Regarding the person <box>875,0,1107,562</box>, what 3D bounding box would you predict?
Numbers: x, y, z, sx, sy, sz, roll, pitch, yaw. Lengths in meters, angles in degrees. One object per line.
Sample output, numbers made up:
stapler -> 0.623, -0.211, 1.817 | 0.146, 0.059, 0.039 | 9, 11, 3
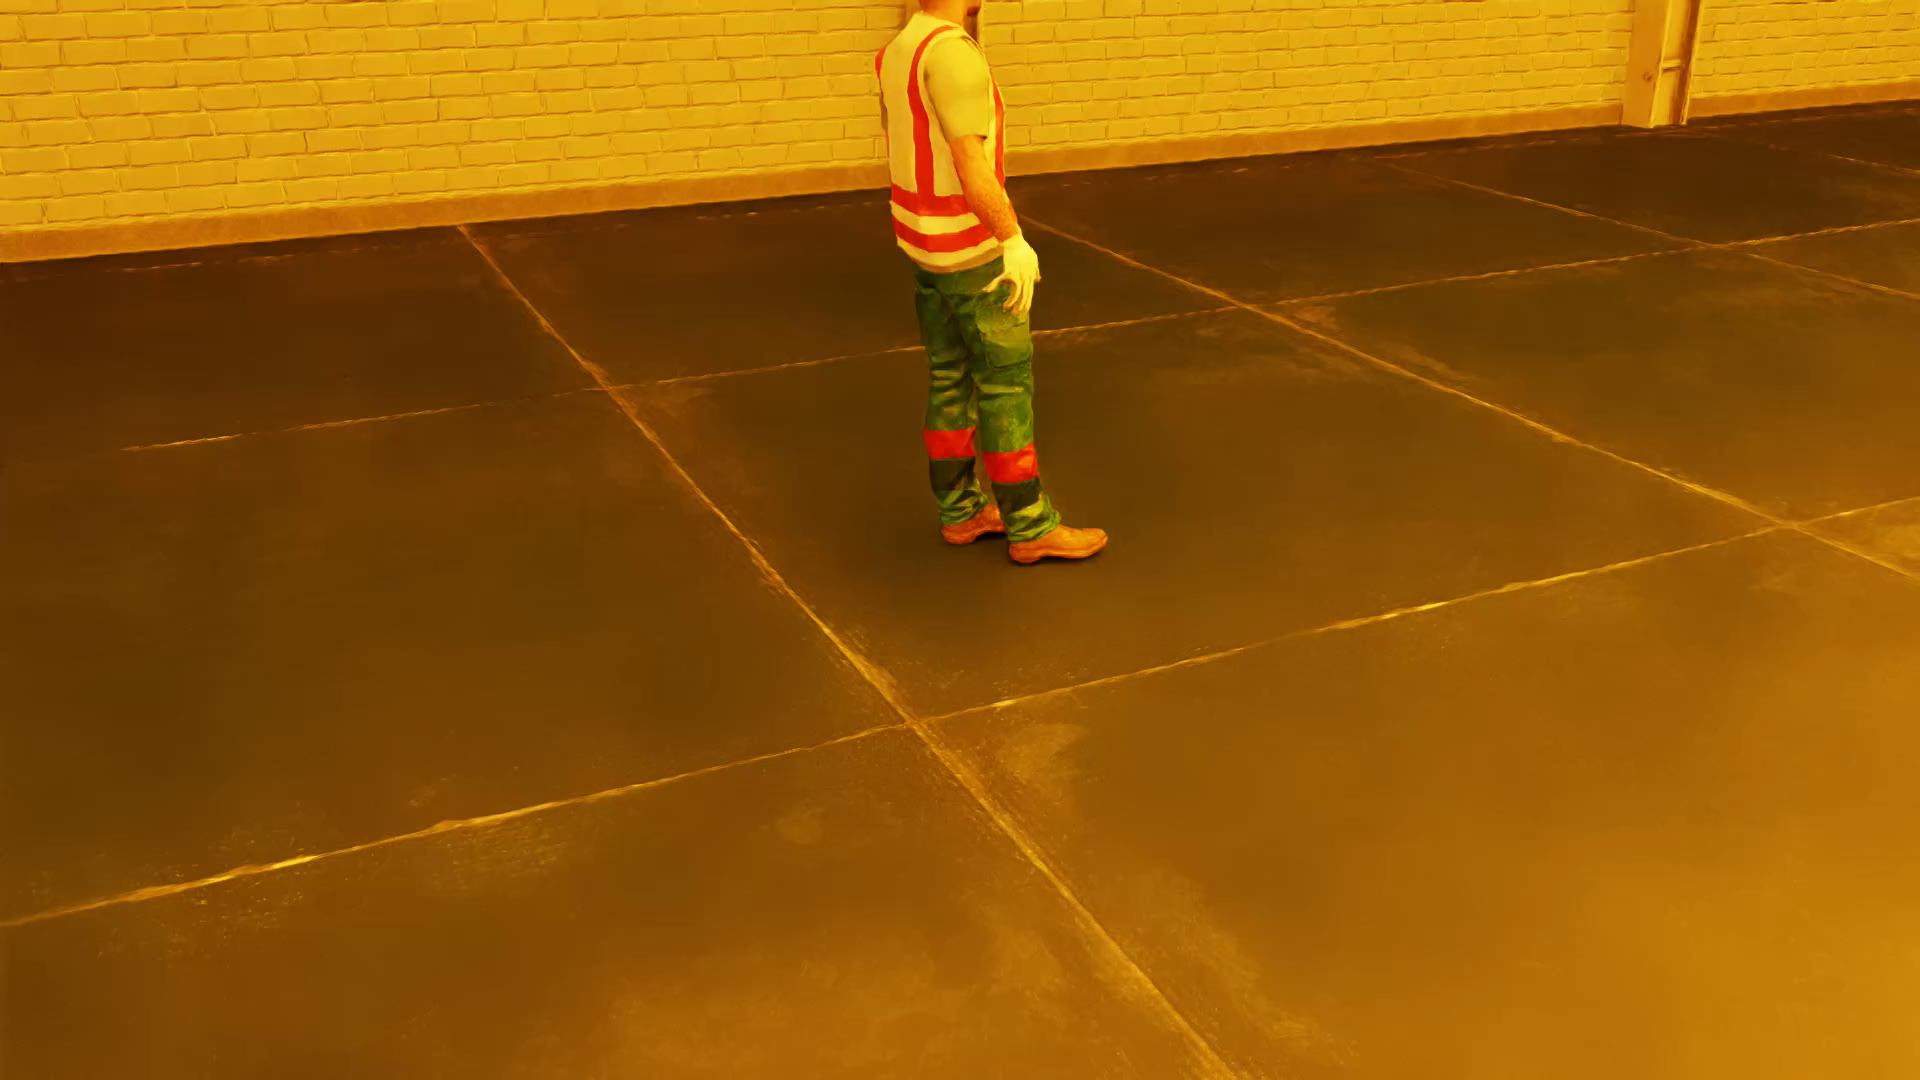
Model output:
person -> 0.078, -0.842, 4.783 | 0.563, 1.787, 0.637 | -10, 25, -23
